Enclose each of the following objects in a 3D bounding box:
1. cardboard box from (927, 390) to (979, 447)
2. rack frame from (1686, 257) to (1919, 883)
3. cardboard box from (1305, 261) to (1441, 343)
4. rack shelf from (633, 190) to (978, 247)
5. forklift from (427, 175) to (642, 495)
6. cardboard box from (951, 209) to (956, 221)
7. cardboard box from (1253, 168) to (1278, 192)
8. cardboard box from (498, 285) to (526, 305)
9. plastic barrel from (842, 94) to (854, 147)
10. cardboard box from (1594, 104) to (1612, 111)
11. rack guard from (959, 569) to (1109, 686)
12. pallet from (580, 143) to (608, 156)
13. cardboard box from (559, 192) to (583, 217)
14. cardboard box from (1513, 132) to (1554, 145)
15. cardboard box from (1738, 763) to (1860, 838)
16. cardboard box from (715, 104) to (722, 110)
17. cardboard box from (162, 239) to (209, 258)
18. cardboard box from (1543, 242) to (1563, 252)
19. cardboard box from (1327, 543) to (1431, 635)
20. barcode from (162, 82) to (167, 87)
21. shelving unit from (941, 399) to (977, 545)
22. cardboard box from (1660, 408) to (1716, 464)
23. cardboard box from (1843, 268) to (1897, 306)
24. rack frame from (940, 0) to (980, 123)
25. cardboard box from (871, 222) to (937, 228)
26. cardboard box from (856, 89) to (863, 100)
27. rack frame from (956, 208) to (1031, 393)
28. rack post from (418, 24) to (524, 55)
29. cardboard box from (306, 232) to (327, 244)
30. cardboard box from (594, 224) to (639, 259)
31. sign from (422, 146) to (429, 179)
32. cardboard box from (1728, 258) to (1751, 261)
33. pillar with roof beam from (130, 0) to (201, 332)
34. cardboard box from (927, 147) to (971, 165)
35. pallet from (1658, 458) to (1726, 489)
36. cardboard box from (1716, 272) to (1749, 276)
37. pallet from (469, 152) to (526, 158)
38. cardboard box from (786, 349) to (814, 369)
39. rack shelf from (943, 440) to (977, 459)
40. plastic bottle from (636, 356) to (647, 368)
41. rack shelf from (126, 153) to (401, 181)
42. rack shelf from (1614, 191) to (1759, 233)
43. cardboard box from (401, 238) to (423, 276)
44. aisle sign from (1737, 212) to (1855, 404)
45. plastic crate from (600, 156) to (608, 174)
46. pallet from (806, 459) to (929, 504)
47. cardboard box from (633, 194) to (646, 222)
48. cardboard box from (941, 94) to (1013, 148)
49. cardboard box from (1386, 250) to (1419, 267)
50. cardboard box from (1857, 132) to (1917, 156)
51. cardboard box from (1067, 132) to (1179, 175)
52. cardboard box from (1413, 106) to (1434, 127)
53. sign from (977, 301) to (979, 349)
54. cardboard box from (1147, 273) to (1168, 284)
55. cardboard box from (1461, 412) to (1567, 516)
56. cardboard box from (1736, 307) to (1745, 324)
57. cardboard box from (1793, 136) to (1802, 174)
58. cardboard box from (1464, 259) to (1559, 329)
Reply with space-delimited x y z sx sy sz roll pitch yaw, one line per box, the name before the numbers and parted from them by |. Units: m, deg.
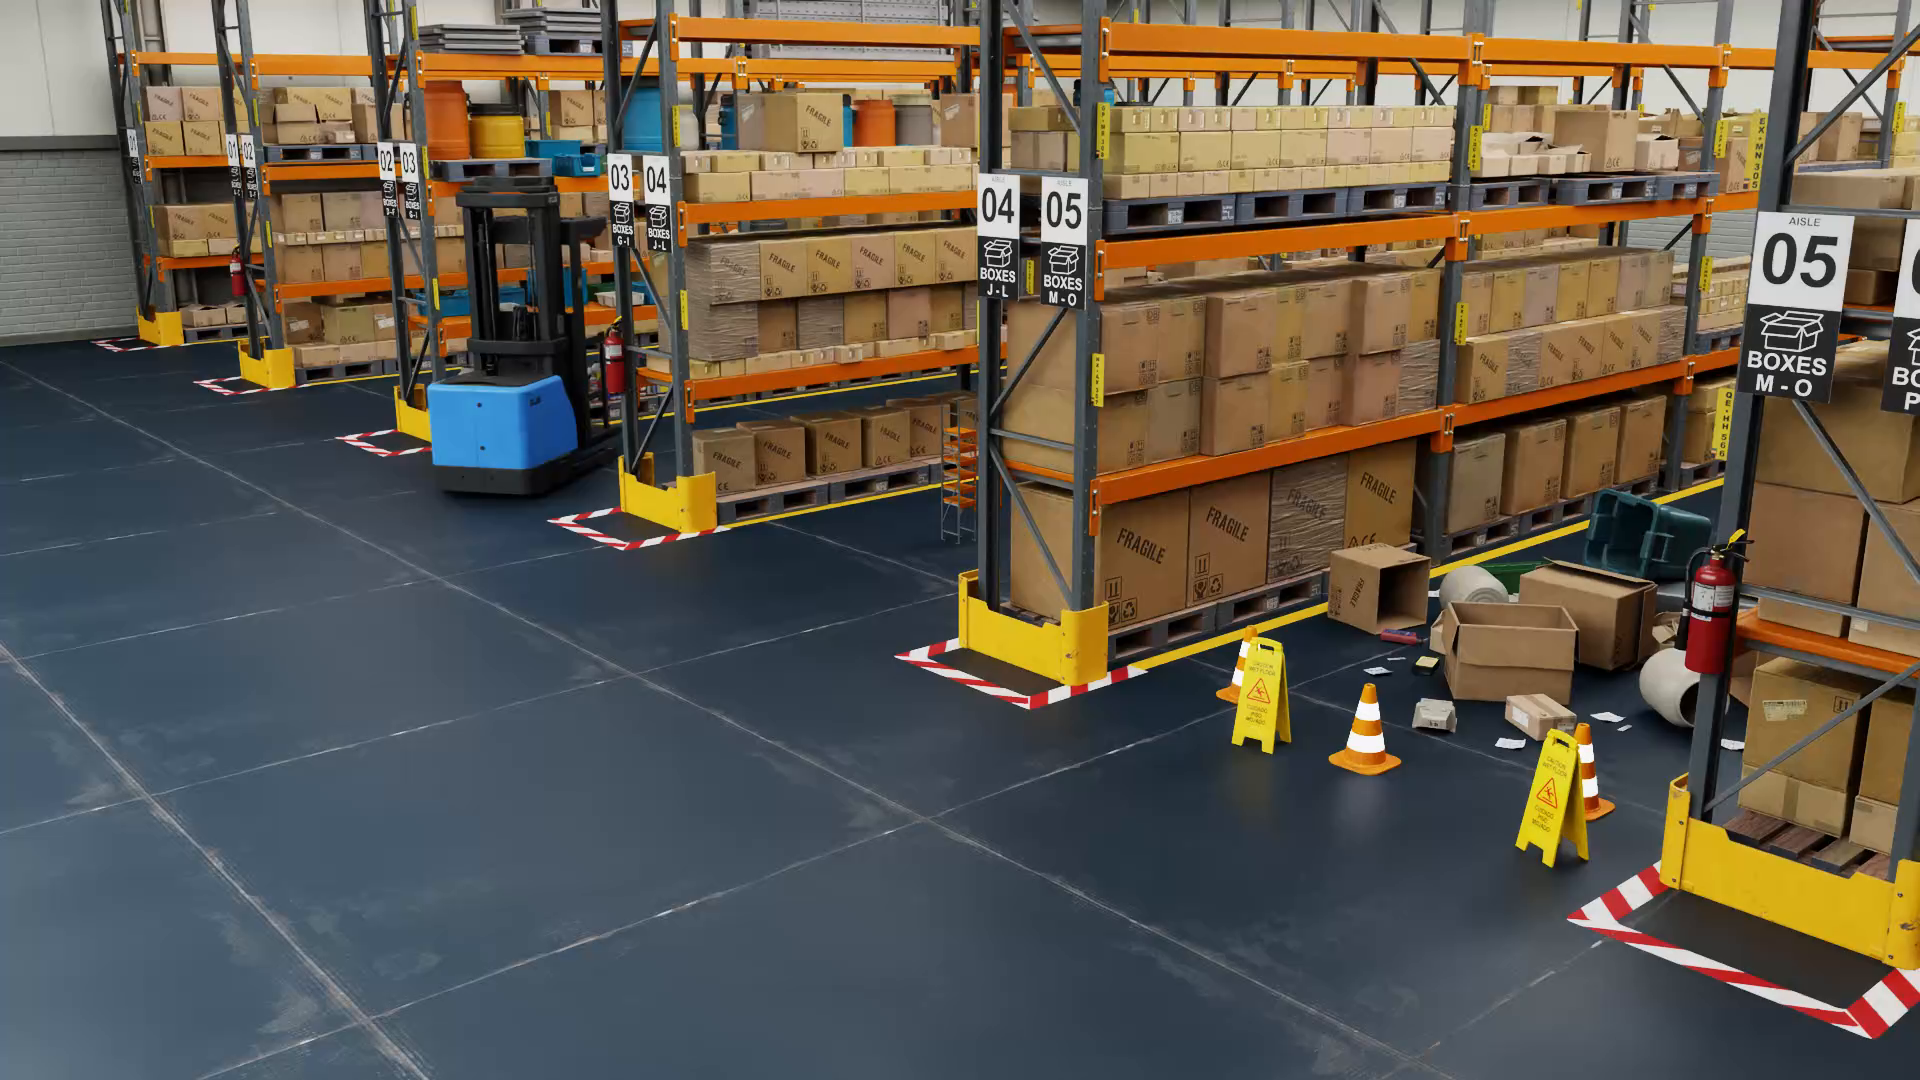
cardboard box | 0.006 -1.241 17.115 0.500 0.500 0.500 -13 20 -41
rack frame | 3.821 0.301 7.311 0.127 3.000 1.000 -13 19 -39
cardboard box | 3.212 -1.862 13.024 0.550 0.550 0.875 -13 19 -39
rack shelf | -1.175 -3.069 15.508 4.000 0.370 1.077 -13 19 -39
forklift | -4.182 -2.176 16.716 1.130 2.935 3.031 3 15 12
cardboard box | 0.077 -5.773 29.858 0.500 0.500 0.500 -12 19 -38
cardboard box | 1.917 -2.434 11.217 0.250 0.149 0.380 -13 20 -40
cardboard box | -6.722 -3.454 24.431 0.500 0.500 0.500 -13 19 -39
plastic barrel | -1.690 -5.312 21.539 0.708 0.901 0.600 -13 19 -39
cardboard box | 9.029 -5.989 23.845 0.500 0.500 0.700 -14 21 -43
rack guard | 0.478 0.566 11.162 0.348 0.500 1.175 -13 19 -39
pallet | -5.510 -5.744 24.500 1.217 0.209 0.805 -14 20 -42
cardboard box | -7.155 -5.956 29.689 0.700 0.500 0.500 14 20 42
cardboard box | 5.075 -3.407 14.544 0.500 0.311 0.500 -13 20 -40
cardboard box | 4.273 1.233 8.336 0.500 0.250 0.500 -13 20 -40
cardboard box | -4.499 -8.030 31.640 0.500 0.500 0.700 -13 20 -40
cardboard box | -11.862 -4.479 25.459 0.500 0.250 0.500 -13 20 -41
cardboard box | 8.038 -4.015 23.184 0.500 0.250 0.500 -13 19 -39
cardboard box | 3.016 0.346 11.982 0.500 0.500 0.500 -9 17 -30
barcode | -12.231 -7.009 25.573 0.075 0.075 0.001 -13 19 -39
shelving unit | -0.011 -0.577 14.086 0.189 1.200 0.258 -13 19 -39
cardboard box | 7.232 -1.066 16.460 0.500 0.500 0.500 -14 20 -42
cardboard box | 3.907 -1.142 7.387 0.250 0.149 0.380 -13 19 -39
rack frame | 0.100 -6.846 22.443 0.127 3.000 1.000 -13 19 -39
cardboard box | -0.549 -2.869 16.472 0.500 0.500 0.500 -13 19 -39
cardboard box | -2.281 -8.699 33.022 0.500 0.500 0.500 -13 20 -40
rack frame | 0.334 -2.306 17.071 0.127 3.000 1.000 -13 19 -39
rack post | -5.282 -5.353 17.821 0.954 0.300 0.937 -10 18 -33
cardboard box | -8.549 -3.989 21.921 0.250 0.149 0.380 -13 20 -41
cardboard box | -5.179 -4.500 25.090 0.500 0.500 0.500 -11 18 -35
sign | -5.577 -3.938 17.352 0.005 0.325 0.100 -13 19 -39
cardboard box | 8.548 -2.979 18.110 0.250 0.149 0.380 -12 19 -39
pillar with roof beam | -9.652 -6.869 22.527 0.400 9.000 9.100 -13 19 -39
cardboard box | -0.116 -3.677 15.910 0.250 0.149 0.380 -14 20 -42
pallet | 7.121 -0.786 16.783 1.213 0.211 1.003 -13 19 -39
cardboard box | 7.799 -2.588 16.647 0.250 0.149 0.380 -12 19 -37
pallet | -6.793 -5.492 23.358 1.213 0.211 1.003 -13 19 -39
cardboard box | -1.545 -1.674 15.193 0.250 0.149 0.380 -13 19 -39
rack shelf | -0.011 -0.766 14.036 0.180 0.103 0.258 -13 19 -39
plastic bottle | -3.941 -2.115 20.637 0.185 0.351 0.144 -14 20 -42
rack shelf | -10.930 -5.962 26.339 4.000 0.370 1.077 -13 19 -39
rack shelf | 8.039 -3.441 16.903 4.000 0.370 1.077 -13 19 -39
cardboard box | -7.657 -3.945 23.014 0.500 0.500 0.700 -12 19 -38
aisle sign | 3.584 -1.001 7.148 0.004 0.787 0.394 -13 19 -39
plastic crate | -4.287 -4.403 19.519 0.450 0.188 0.336 -13 19 -39
pallet | -1.071 -0.630 16.201 1.213 0.211 1.003 -13 19 -39
cardboard box | -5.869 -6.111 30.506 0.500 0.500 0.500 -12 19 -38
cardboard box | 0.161 -4.063 16.097 0.500 0.500 0.500 -13 20 -41
cardboard box | 5.428 -3.405 20.991 0.500 0.500 0.500 -13 20 -40
cardboard box | 10.069 -4.332 18.164 0.500 0.250 0.500 -12 19 -38
cardboard box | 1.028 -2.449 10.501 0.500 0.250 0.500 -13 20 -39
cardboard box | 3.256 -3.121 12.243 0.250 0.149 0.380 -13 20 -40
sign | 0.150 -1.428 11.079 0.005 0.325 0.100 -13 19 -39
cardboard box | 2.270 -2.787 18.316 0.258 0.266 0.396 -13 20 -41
cardboard box | 4.653 -0.725 14.696 0.750 0.750 1.050 -13 19 -39
cardboard box | 7.609 -2.256 16.557 0.250 0.149 0.380 -12 19 -37
cardboard box | 7.882 -3.715 16.340 0.500 0.500 0.500 -13 19 -39
cardboard box | 4.652 -2.113 14.217 0.500 0.500 0.700 -12 19 -39
